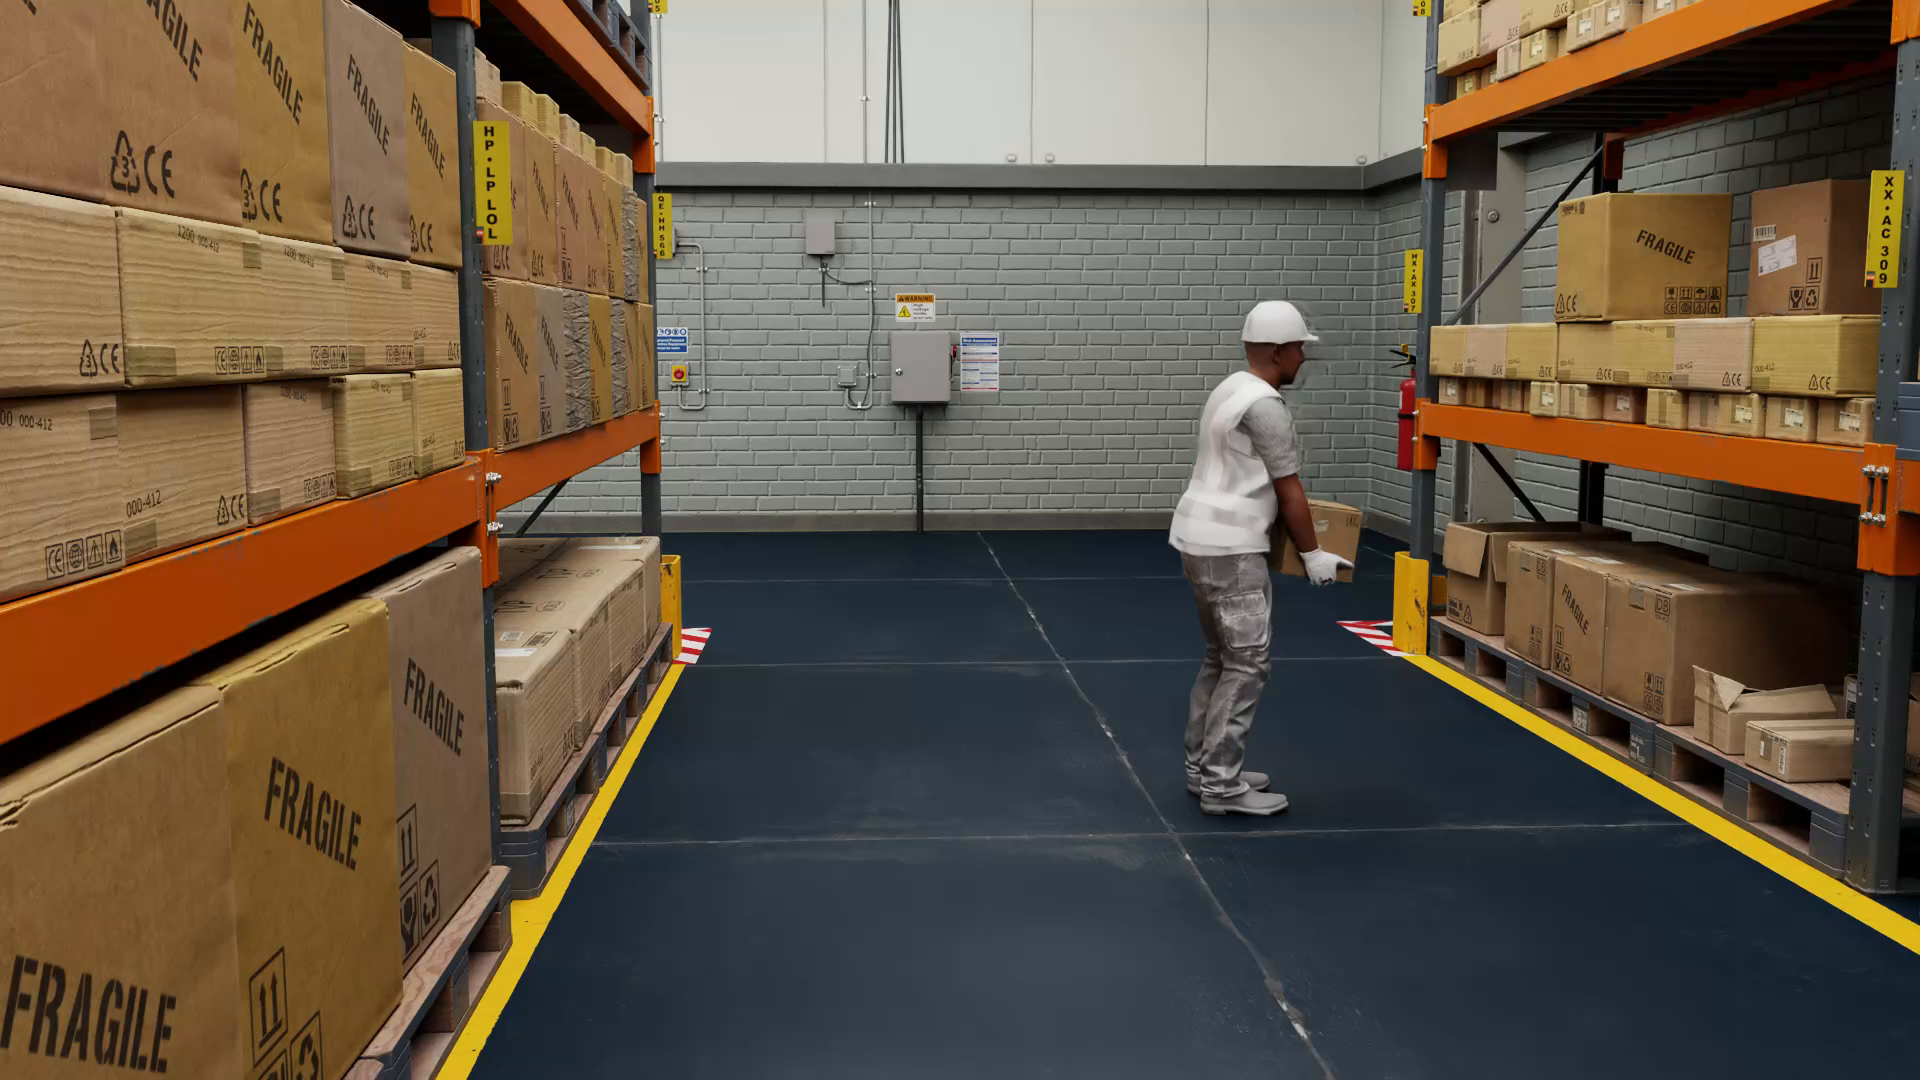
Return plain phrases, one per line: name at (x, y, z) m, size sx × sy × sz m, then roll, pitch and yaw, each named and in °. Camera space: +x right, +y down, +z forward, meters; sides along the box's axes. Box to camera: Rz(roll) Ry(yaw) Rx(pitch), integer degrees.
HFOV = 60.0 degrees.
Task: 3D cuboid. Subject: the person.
person at (1.041, 0.050, 5.820) m, size 0.604 × 1.761 × 0.487 m, roll -1°, pitch 7°, yaw -5°
